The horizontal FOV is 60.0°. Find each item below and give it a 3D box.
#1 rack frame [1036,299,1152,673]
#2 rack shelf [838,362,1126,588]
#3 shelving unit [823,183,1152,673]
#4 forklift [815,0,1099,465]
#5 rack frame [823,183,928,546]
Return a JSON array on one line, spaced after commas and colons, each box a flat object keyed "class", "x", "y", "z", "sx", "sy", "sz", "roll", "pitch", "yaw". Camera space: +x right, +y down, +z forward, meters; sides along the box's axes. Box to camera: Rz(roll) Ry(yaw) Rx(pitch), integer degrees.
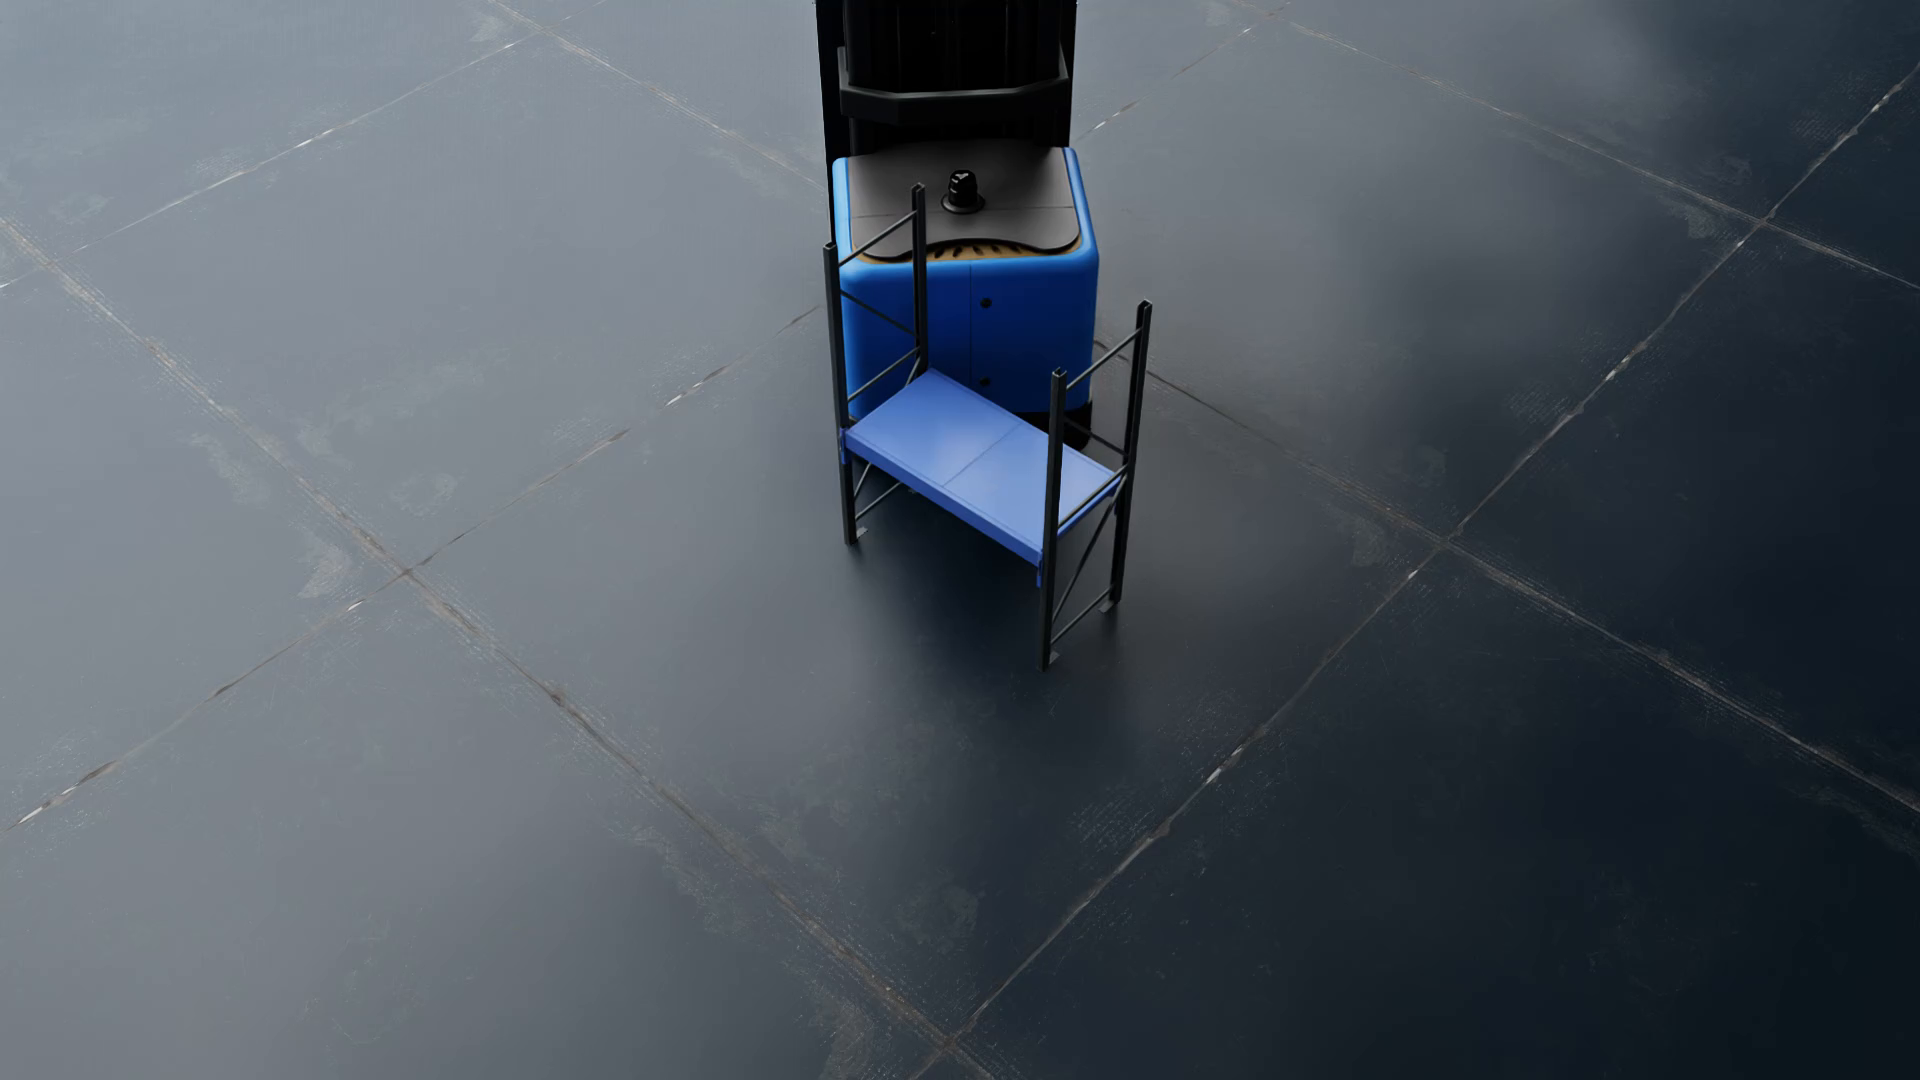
[{"class": "rack frame", "x": 0.467, "y": -0.148, "z": 5.968, "sx": 0.032, "sy": 1.500, "sz": 0.500, "roll": 32, "pitch": 55, "yaw": 27}, {"class": "rack shelf", "x": 0.083, "y": -0.268, "z": 6.328, "sx": 1.000, "sy": 0.185, "sz": 0.538, "roll": 32, "pitch": 55, "yaw": 27}, {"class": "shelving unit", "x": 0.083, "y": -0.391, "z": 6.197, "sx": 1.048, "sy": 1.500, "sz": 0.538, "roll": 32, "pitch": 55, "yaw": 27}, {"class": "forklift", "x": -0.078, "y": -2.398, "z": 7.099, "sx": 1.130, "sy": 2.935, "sz": 3.031, "roll": -3, "pitch": 47, "yaw": -3}, {"class": "rack frame", "x": -0.301, "y": -0.634, "z": 6.425, "sx": 0.032, "sy": 1.500, "sz": 0.500, "roll": 32, "pitch": 55, "yaw": 27}]
